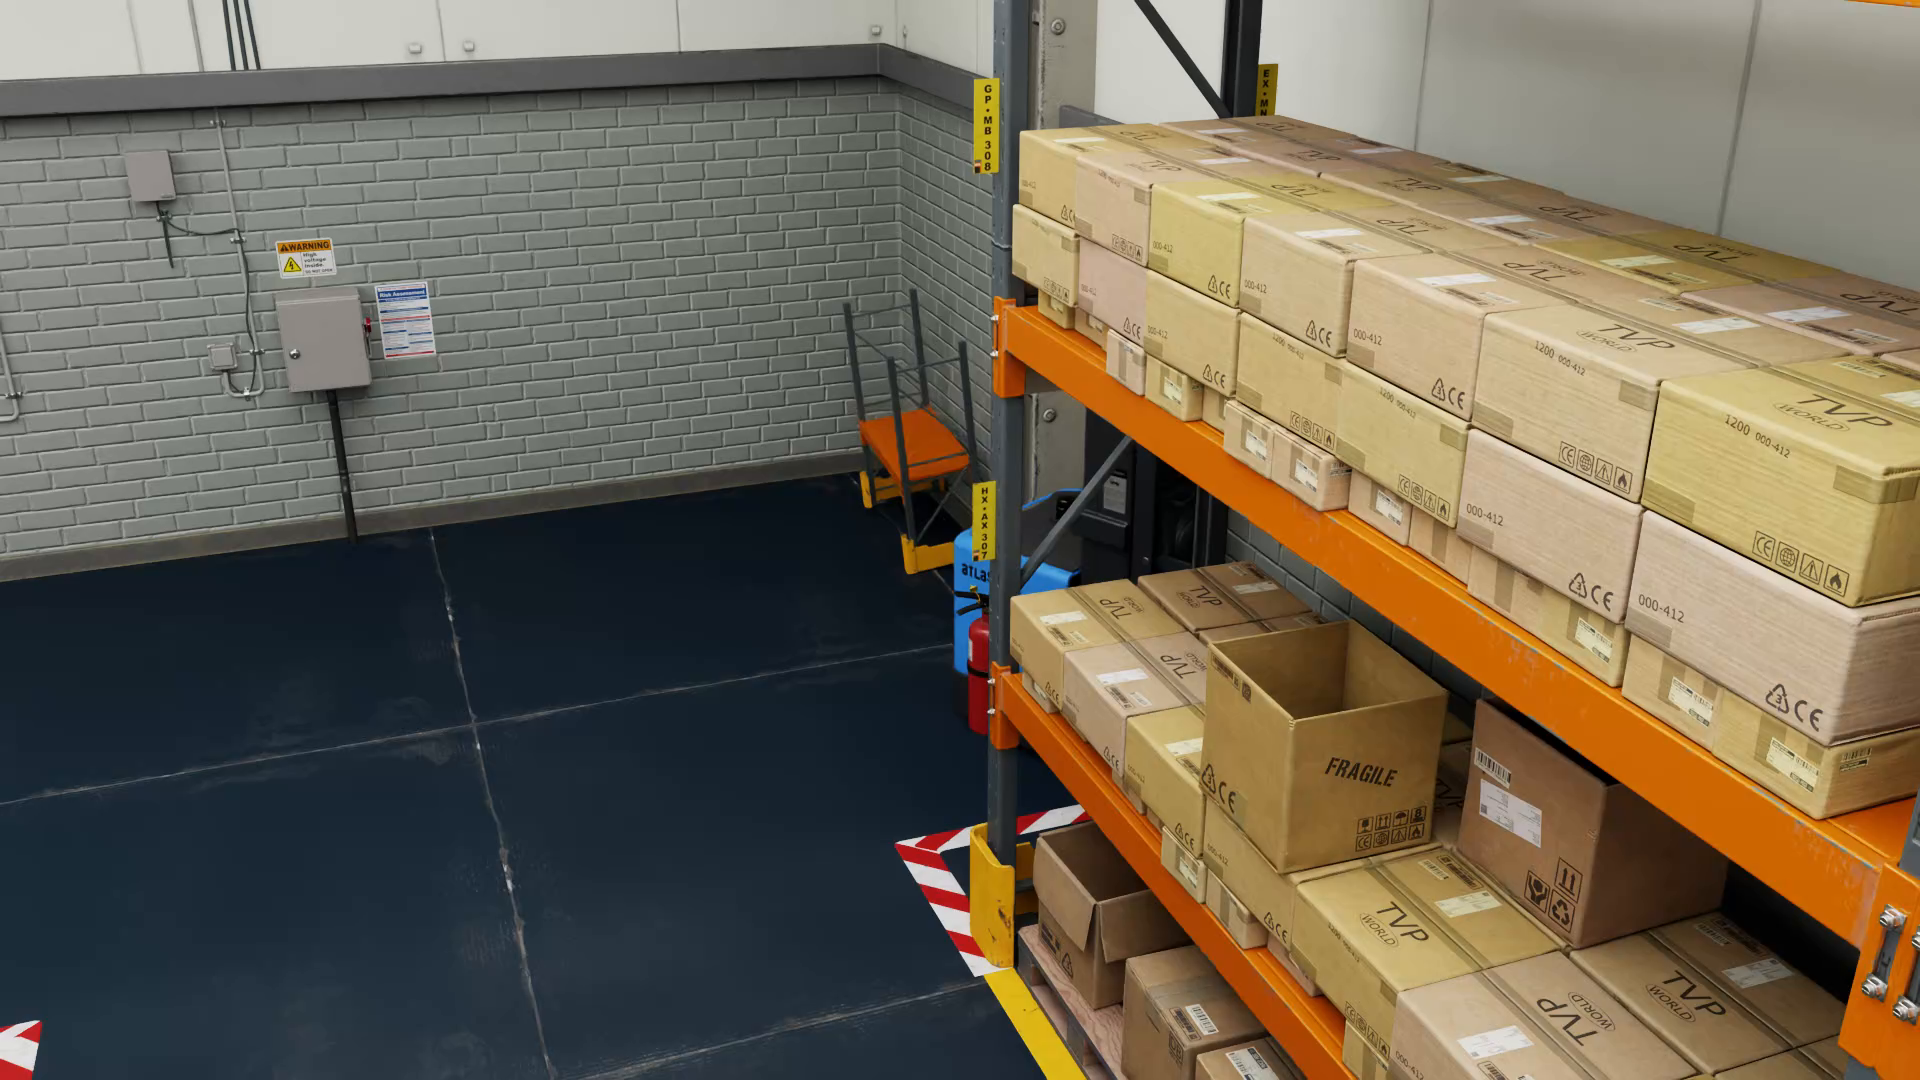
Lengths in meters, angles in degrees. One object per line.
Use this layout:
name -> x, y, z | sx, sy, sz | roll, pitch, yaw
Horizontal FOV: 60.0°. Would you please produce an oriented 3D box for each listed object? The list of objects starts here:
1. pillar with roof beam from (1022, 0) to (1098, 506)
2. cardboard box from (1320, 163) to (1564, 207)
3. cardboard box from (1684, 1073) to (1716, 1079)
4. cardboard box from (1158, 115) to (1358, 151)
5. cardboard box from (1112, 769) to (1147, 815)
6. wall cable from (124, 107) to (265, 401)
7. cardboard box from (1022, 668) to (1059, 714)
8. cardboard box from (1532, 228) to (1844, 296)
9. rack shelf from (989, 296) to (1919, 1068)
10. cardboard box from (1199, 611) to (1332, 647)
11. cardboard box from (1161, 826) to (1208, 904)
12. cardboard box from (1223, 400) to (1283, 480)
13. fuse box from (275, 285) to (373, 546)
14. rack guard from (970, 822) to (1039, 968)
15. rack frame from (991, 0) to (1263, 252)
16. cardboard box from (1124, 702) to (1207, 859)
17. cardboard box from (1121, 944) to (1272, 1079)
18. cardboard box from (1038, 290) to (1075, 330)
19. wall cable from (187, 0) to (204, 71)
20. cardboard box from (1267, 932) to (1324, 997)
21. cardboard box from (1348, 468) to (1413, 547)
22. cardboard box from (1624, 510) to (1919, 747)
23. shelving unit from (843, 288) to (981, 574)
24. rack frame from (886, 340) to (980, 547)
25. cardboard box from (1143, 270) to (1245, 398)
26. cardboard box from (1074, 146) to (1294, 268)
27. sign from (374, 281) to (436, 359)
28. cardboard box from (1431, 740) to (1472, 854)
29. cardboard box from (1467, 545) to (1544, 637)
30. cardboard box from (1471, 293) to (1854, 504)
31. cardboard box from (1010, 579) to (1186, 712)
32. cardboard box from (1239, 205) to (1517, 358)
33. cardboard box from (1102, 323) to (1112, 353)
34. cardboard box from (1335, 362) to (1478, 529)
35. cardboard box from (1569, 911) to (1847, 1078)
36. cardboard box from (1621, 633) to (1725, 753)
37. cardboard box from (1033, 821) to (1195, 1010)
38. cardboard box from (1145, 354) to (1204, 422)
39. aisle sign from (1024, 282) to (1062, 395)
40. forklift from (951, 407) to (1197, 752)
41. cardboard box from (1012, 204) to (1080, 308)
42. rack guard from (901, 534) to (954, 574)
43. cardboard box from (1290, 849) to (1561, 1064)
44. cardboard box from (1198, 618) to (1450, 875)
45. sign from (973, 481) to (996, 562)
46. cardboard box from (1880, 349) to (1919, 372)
pillar with roof beam -> -3.533, -3.024, 6.838 | 9.100, 9.000, 0.400 | -8, 24, -19
cardboard box -> 1.397, -0.929, 4.897 | 0.500, 0.250, 0.500 | -8, 24, -18
cardboard box -> 1.609, 1.487, 3.670 | 0.500, 0.250, 0.500 | -8, 24, -18
cardboard box -> 1.022, -1.304, 5.786 | 0.500, 0.250, 0.500 | -9, 24, -20
cardboard box -> 0.754, 0.803, 5.806 | 0.380, 0.149, 0.250 | -8, 24, -17
wall cable -> -4.729, -1.777, 10.296 | 0.588, 1.984, 0.122 | -8, 24, -19
cardboard box -> 0.464, 0.526, 6.463 | 0.380, 0.149, 0.250 | -9, 24, -19
cardboard box -> 1.731, -0.563, 4.029 | 0.500, 0.250, 0.500 | -9, 24, -20
rack shelf -> 1.311, -0.071, 4.620 | 1.077, 0.370, 4.000 | -8, 24, -19
cardboard box -> 1.196, 0.504, 6.003 | 0.500, 0.250, 0.500 | -8, 24, -19
cardboard box -> 0.872, 1.001, 5.336 | 0.380, 0.149, 0.250 | -9, 24, -20
cardboard box -> 0.950, -0.295, 4.550 | 0.380, 0.149, 0.250 | -8, 24, -19
fuse box -> -4.035, -0.751, 10.830 | 0.539, 1.711, 0.414 | -8, 24, -19
rack guard -> 0.631, 1.433, 7.207 | 1.175, 0.500, 0.348 | -8, 24, -19
rack frame -> 0.604, -2.511, 5.622 | 1.000, 3.000, 0.127 | -8, 24, -19
cardboard box -> 0.873, 0.754, 5.409 | 0.500, 0.250, 0.500 | -9, 24, -20
cardboard box -> 0.997, 1.763, 5.883 | 0.700, 0.500, 0.500 | -7, 24, -17
cardboard box -> 0.499, -0.865, 5.903 | 0.380, 0.149, 0.250 | -8, 24, -18
wall cable -> -5.607, -3.959, 9.057 | 2.355, 3.000, 0.029 | -8, 24, -19
cardboard box -> 1.140, 1.178, 4.916 | 0.380, 0.149, 0.250 | -8, 24, -19
cardboard box -> 1.199, -0.120, 4.134 | 0.380, 0.149, 0.250 | -8, 24, -18
cardboard box -> 1.612, 0.115, 3.062 | 0.500, 0.250, 0.500 | -8, 24, -19
shelving unit -> -0.299, -0.732, 10.870 | 0.587, 1.500, 1.083 | -14, 30, -13
rack frame -> -0.135, -0.504, 10.435 | 0.500, 1.500, 0.032 | -14, 30, -13
cardboard box -> 0.873, -0.629, 4.828 | 0.500, 0.250, 0.500 | -9, 25, -21
cardboard box -> 0.688, -1.044, 5.170 | 0.500, 0.250, 0.500 | -9, 24, -19
sign -> -3.646, -1.444, 10.937 | 0.329, 0.494, 0.001 | -8, 24, -19
cardboard box -> 1.551, 0.874, 5.124 | 0.500, 0.250, 0.500 | -8, 24, -19
cardboard box -> 1.361, 0.072, 3.678 | 0.380, 0.149, 0.250 | -8, 24, -19
cardboard box -> 1.426, -0.307, 3.422 | 0.500, 0.250, 0.500 | -9, 24, -20
cardboard box -> 0.512, 0.387, 6.280 | 0.500, 0.250, 0.500 | -8, 24, -19
cardboard box -> 1.068, -0.680, 4.305 | 0.500, 0.250, 0.500 | -8, 24, -18
cardboard box -> 0.691, -0.678, 5.459 | 0.380, 0.149, 0.250 | -8, 24, -19
cardboard box -> 1.249, -0.260, 3.952 | 0.500, 0.250, 0.500 | -8, 24, -18
cardboard box -> 1.911, 1.240, 4.255 | 0.500, 0.250, 0.500 | -9, 24, -19
cardboard box -> 1.530, 0.261, 3.231 | 0.380, 0.149, 0.250 | -8, 24, -19
cardboard box -> 0.732, 1.445, 6.632 | 0.797, 0.503, 0.637 | -9, 25, -21
cardboard box -> 0.782, -0.479, 4.987 | 0.380, 0.149, 0.250 | -8, 24, -19
aisle sign -> 0.305, -0.929, 6.245 | 0.394, 0.787, 0.004 | -8, 24, -19
forklift -> 1.388, -0.148, 7.829 | 3.031, 2.935, 1.130 | 19, 29, 38
cardboard box -> 0.505, -0.998, 5.704 | 0.500, 0.250, 0.500 | -9, 24, -20
rack guard -> -0.083, 0.029, 10.758 | 0.587, 0.250, 0.087 | -14, 30, -13
cardboard box -> 1.255, 1.124, 4.531 | 0.500, 0.250, 0.500 | -9, 24, -19
cardboard box -> 1.043, 0.587, 4.841 | 0.500, 0.500, 0.500 | -8, 24, -18
sign -> 0.097, -0.071, 6.442 | 0.100, 0.325, 0.005 | -8, 24, -19
cardboard box -> 2.108, -0.193, 3.150 | 0.500, 0.250, 0.500 | -9, 24, -20
